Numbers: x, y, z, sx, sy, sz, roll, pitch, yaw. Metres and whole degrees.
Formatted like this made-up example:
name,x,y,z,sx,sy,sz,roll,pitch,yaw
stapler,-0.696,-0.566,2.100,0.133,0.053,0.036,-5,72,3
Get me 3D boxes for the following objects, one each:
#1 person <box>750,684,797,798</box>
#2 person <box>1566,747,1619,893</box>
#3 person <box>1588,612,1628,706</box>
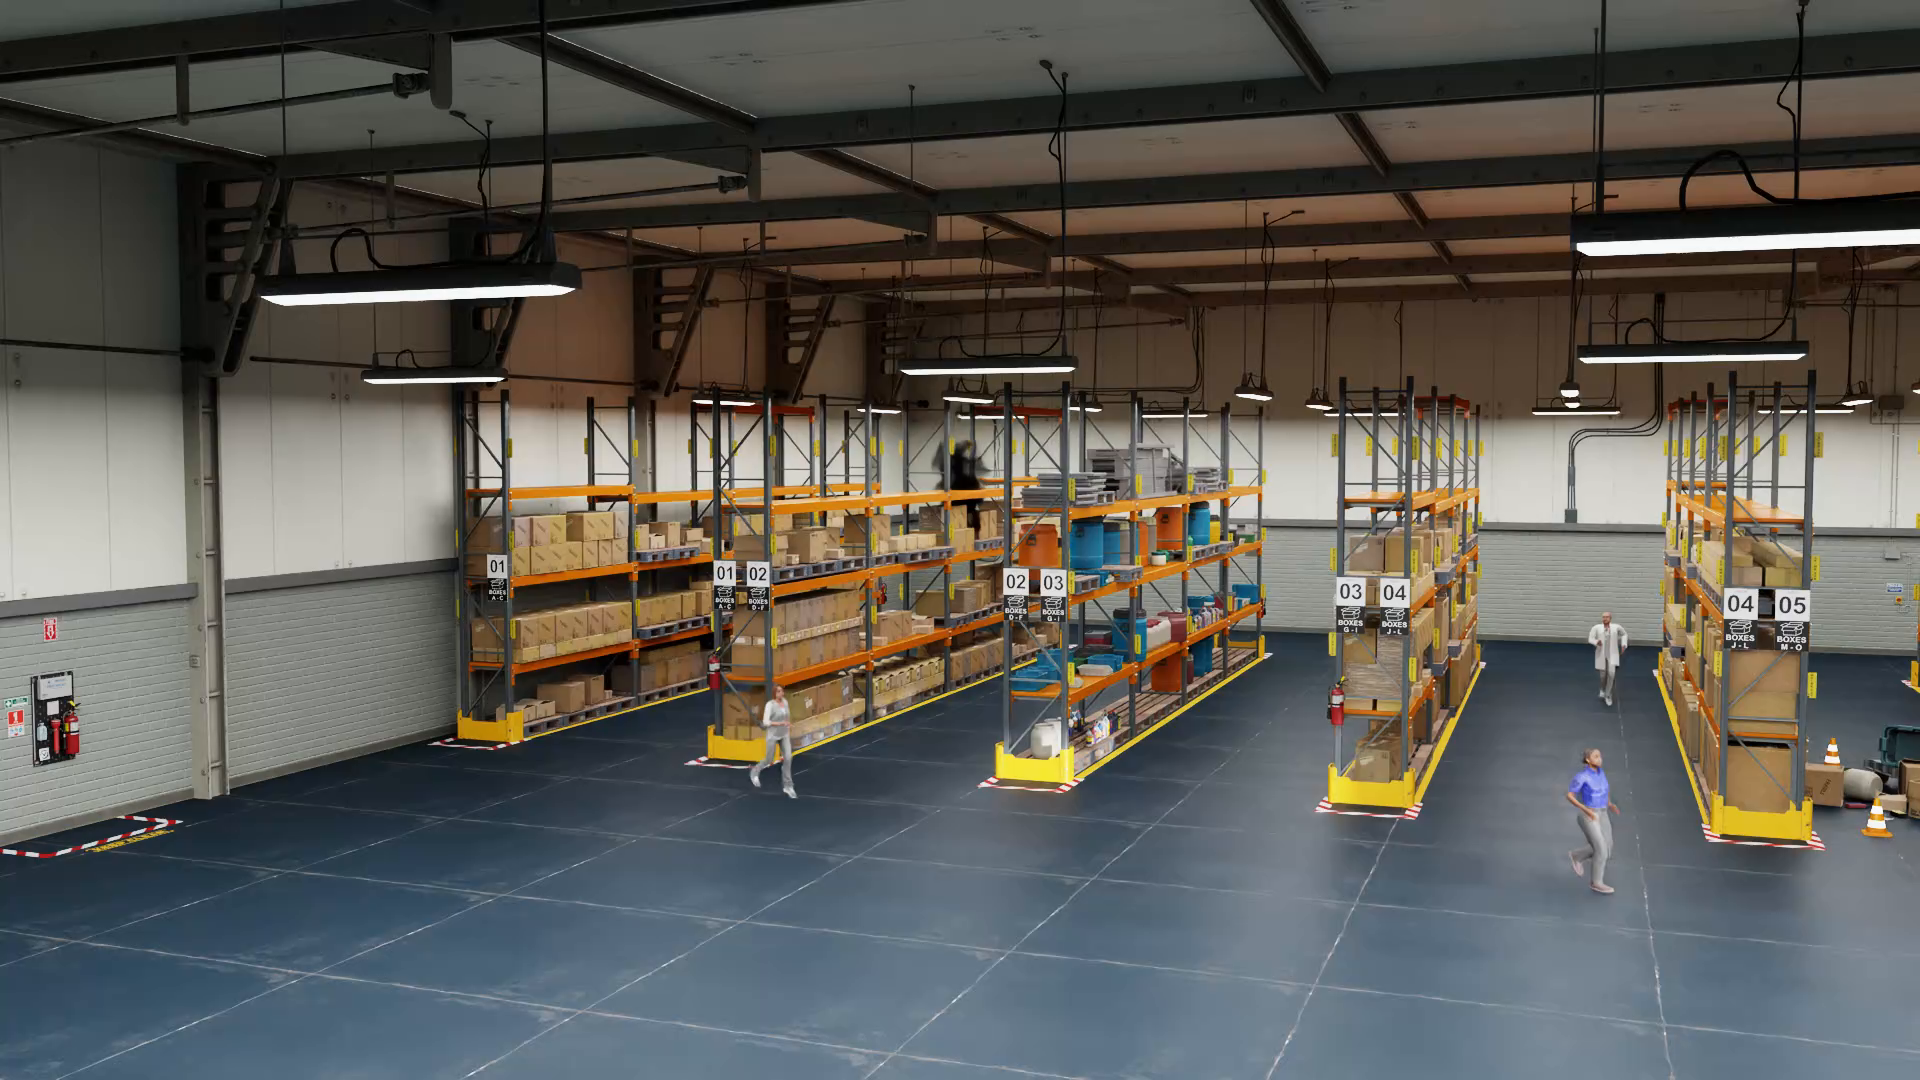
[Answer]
name,x,y,z,sx,sy,sz,roll,pitch,yaw
person,-2.674,2.882,24.067,0.550,1.603,0.881,-3,4,-41
person,7.154,3.154,18.898,0.579,1.606,0.666,-2,4,-30
person,12.770,2.326,32.795,0.720,1.820,0.957,1,3,25
